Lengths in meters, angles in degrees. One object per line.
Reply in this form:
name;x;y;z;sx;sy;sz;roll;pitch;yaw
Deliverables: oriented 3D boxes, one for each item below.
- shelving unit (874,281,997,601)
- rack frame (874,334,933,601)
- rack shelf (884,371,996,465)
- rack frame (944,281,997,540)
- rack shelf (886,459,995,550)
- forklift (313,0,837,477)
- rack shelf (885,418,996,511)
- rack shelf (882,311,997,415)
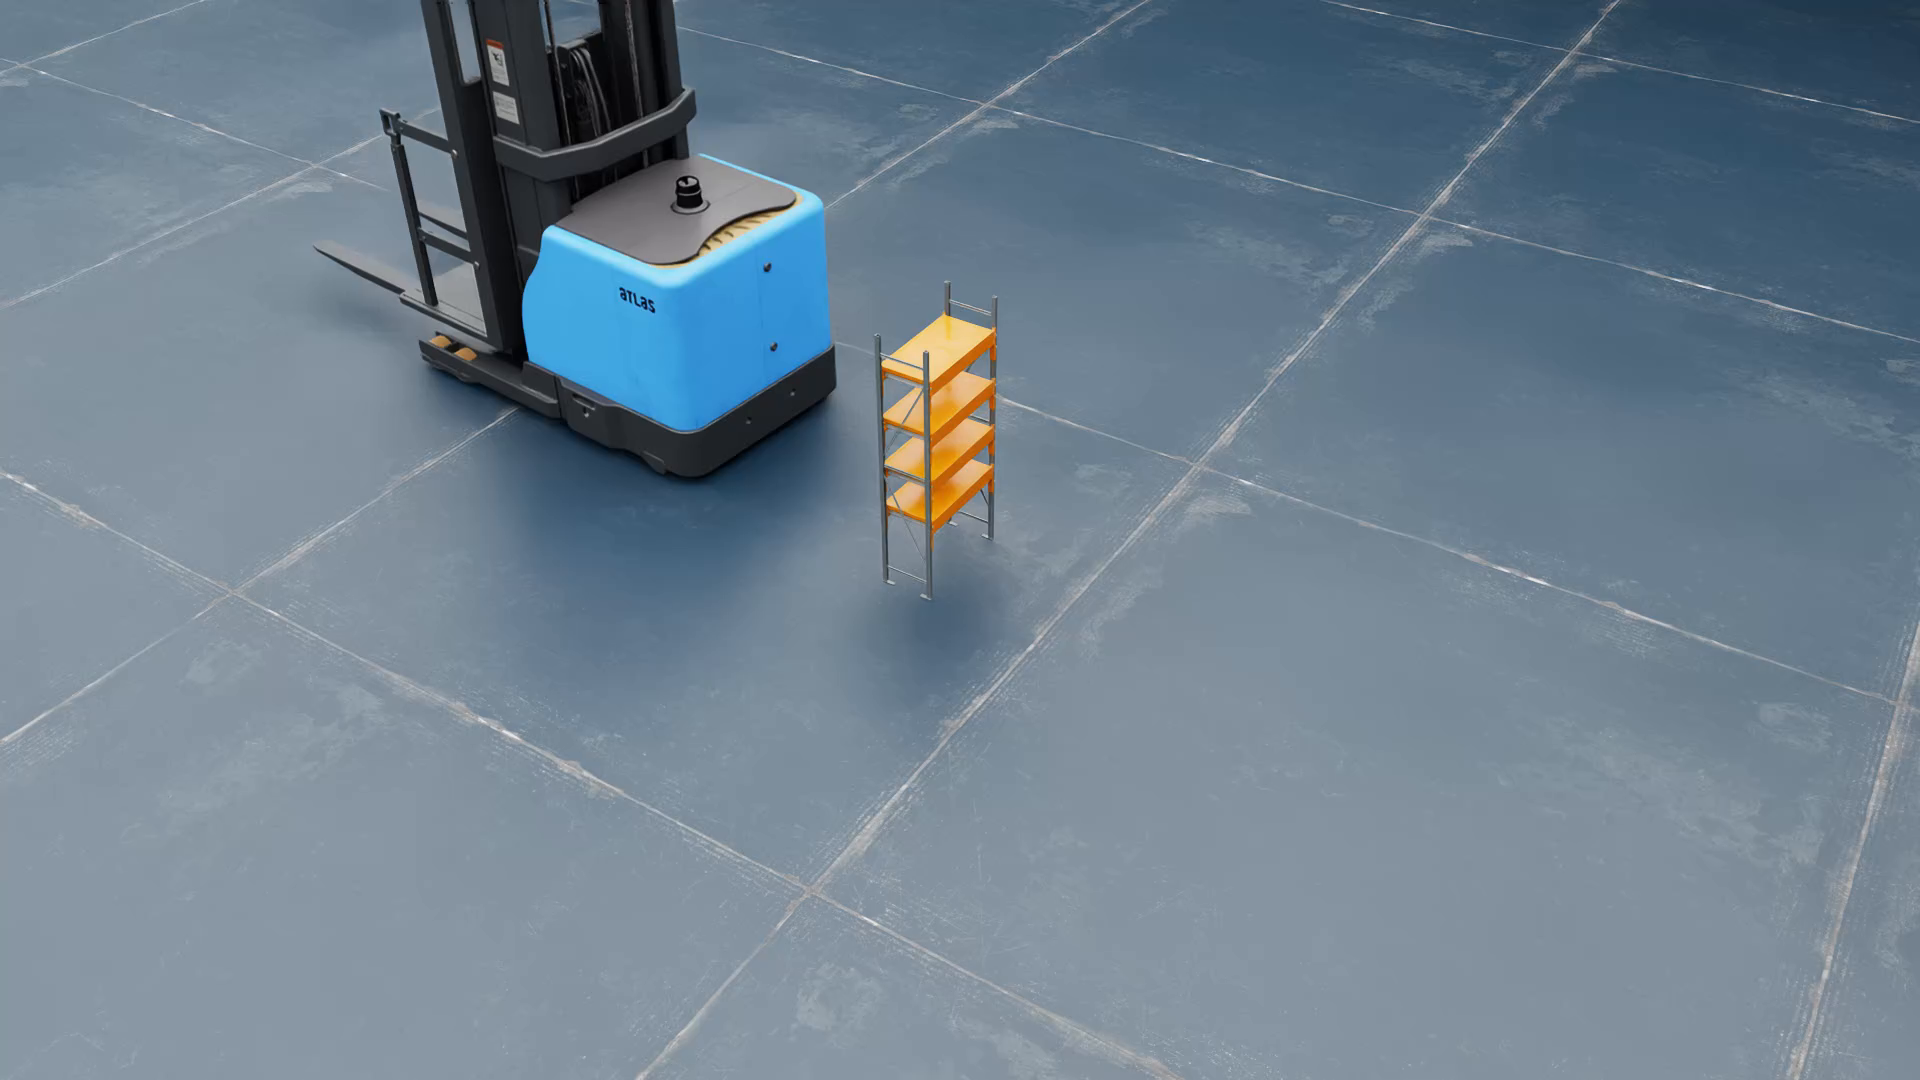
shelving unit;-0.089;-0.390;6.773;0.258;1.200;0.503;21;42;25
rack frame;-0.219;-0.264;6.610;0.240;1.200;0.015;21;42;25
rack shelf;-0.089;-0.514;6.677;0.258;0.148;0.480;21;42;25
rack frame;0.042;-0.516;6.936;0.240;1.200;0.015;21;42;25
rack shelf;-0.089;-0.179;6.935;0.258;0.148;0.480;21;42;25
forklift;-2.081;-2.176;7.673;3.031;2.935;1.130;25;44;29
rack shelf;-0.089;-0.337;6.814;0.258;0.148;0.480;21;42;25
rack shelf;-0.089;-0.701;6.533;0.258;0.148;0.480;21;42;25
